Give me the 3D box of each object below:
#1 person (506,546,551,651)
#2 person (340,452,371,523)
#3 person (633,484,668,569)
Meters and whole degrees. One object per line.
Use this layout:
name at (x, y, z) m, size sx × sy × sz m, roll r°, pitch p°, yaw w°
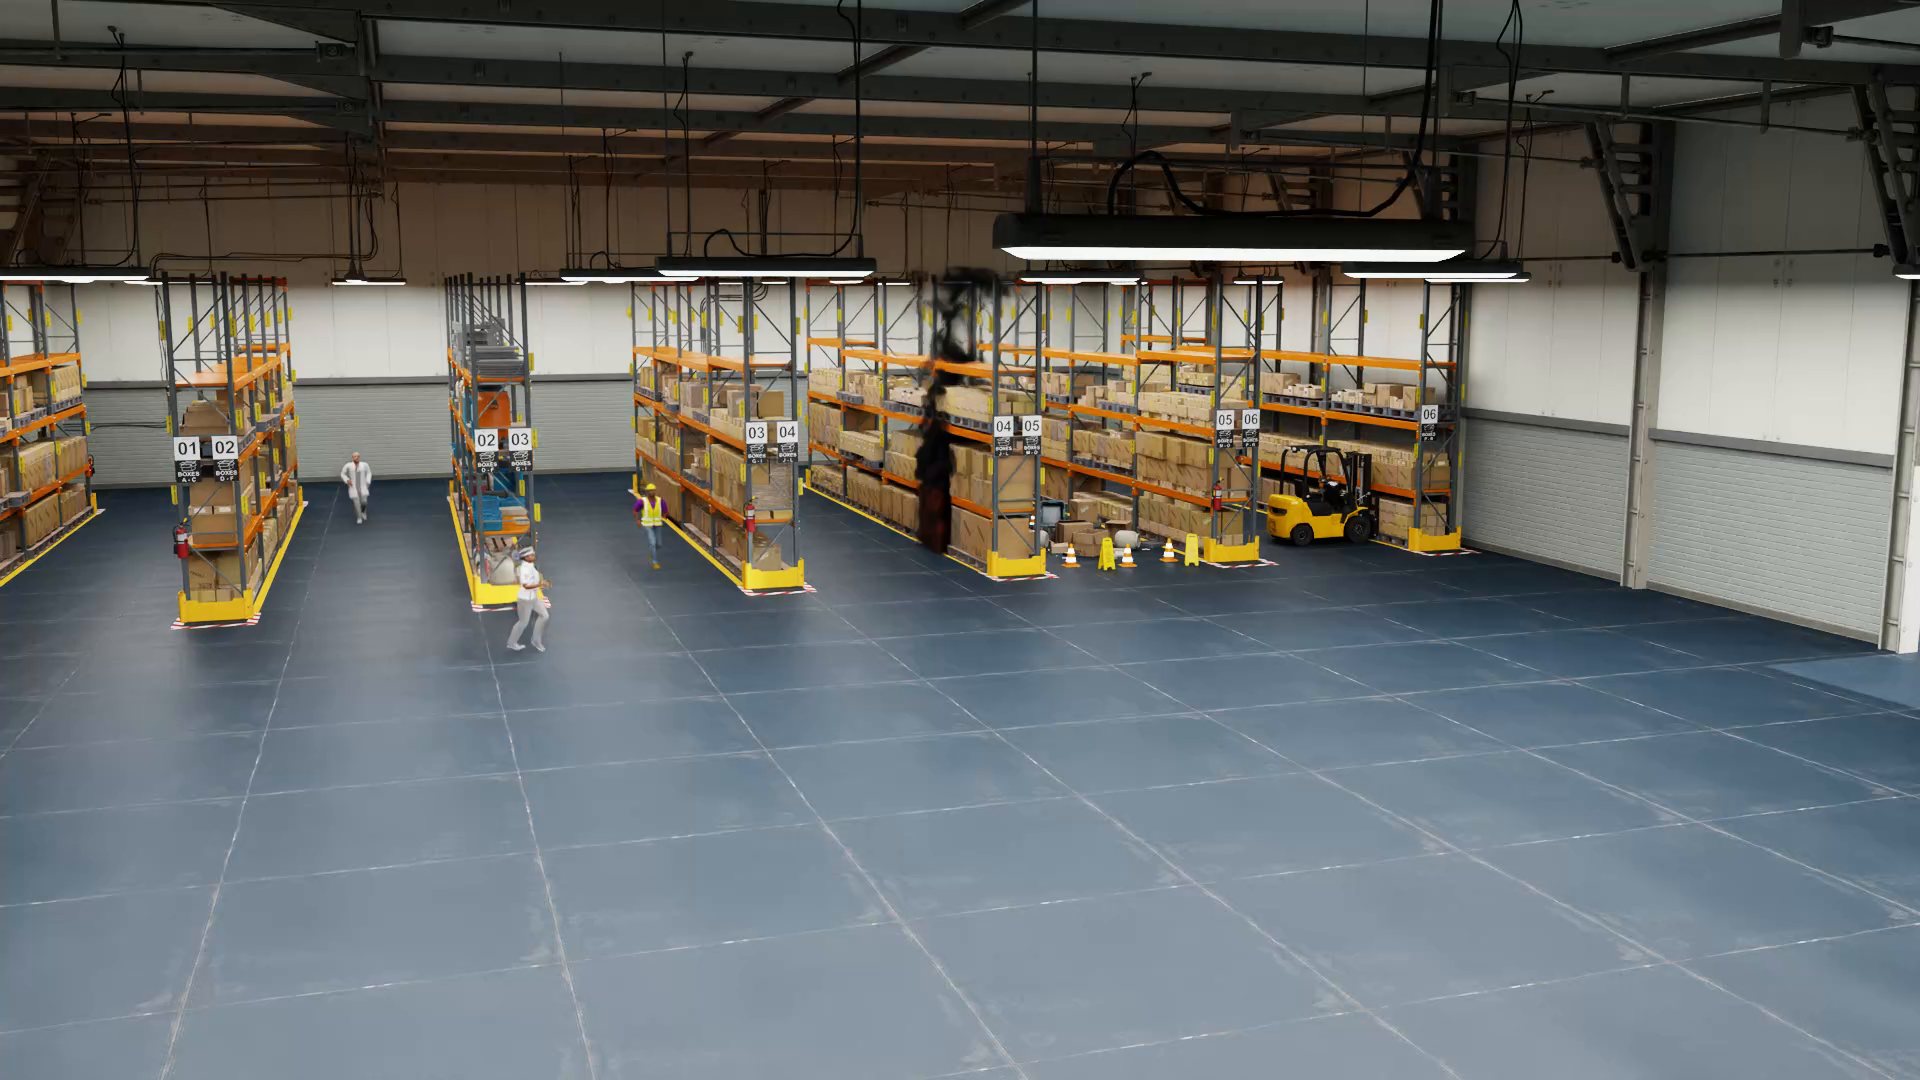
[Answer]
person at (-6.811, 0.947, 26.303) m, size 0.765 × 1.733 × 0.519 m, roll 0°, pitch 9°, yaw 3°
person at (-14.803, -1.284, 40.823) m, size 0.733 × 1.739 × 0.618 m, roll -4°, pitch 10°, yaw -26°
person at (-6.347, -0.296, 34.233) m, size 0.705 × 1.742 × 0.831 m, roll -4°, pitch 10°, yaw -27°
